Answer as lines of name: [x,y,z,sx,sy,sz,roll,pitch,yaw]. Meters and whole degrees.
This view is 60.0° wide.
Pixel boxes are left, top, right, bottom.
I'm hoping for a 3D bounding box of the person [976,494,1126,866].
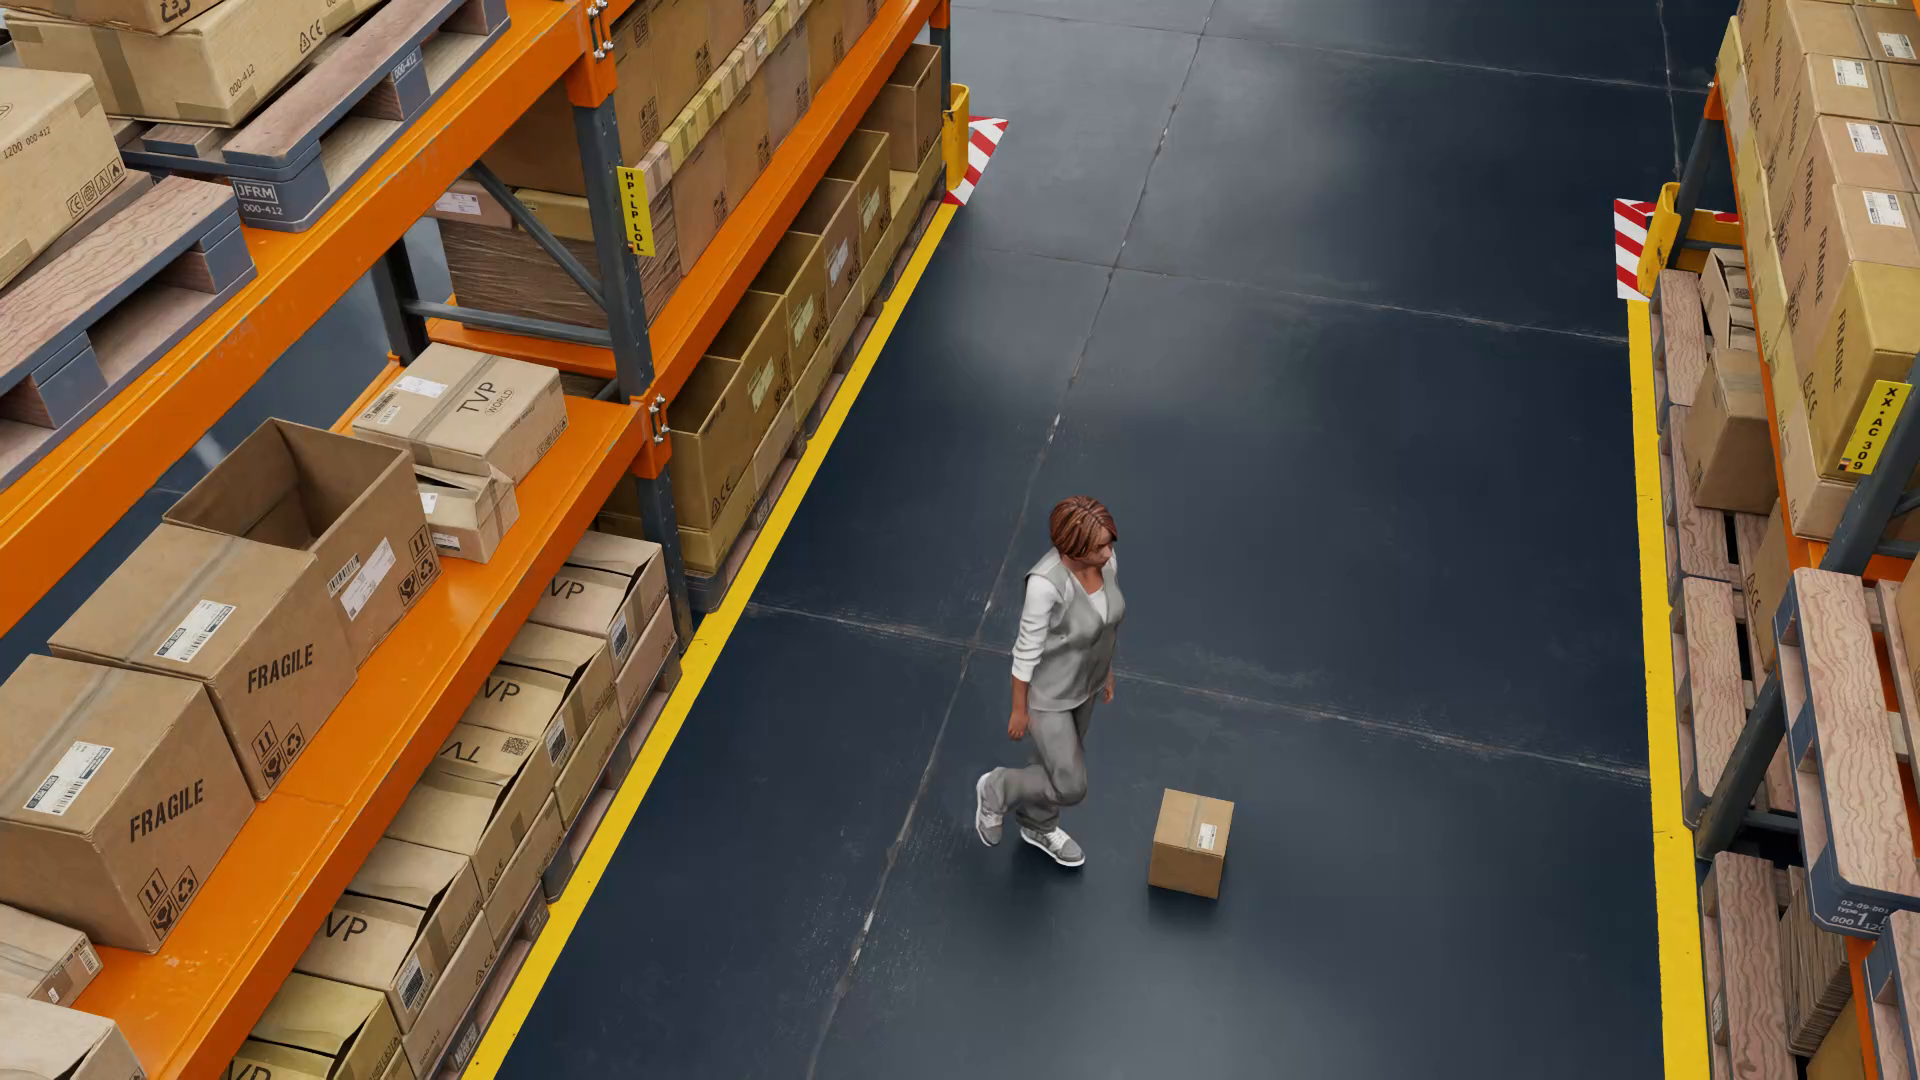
person: [0.328,0.488,5.587,0.449,1.598,0.468,28,49,28]
